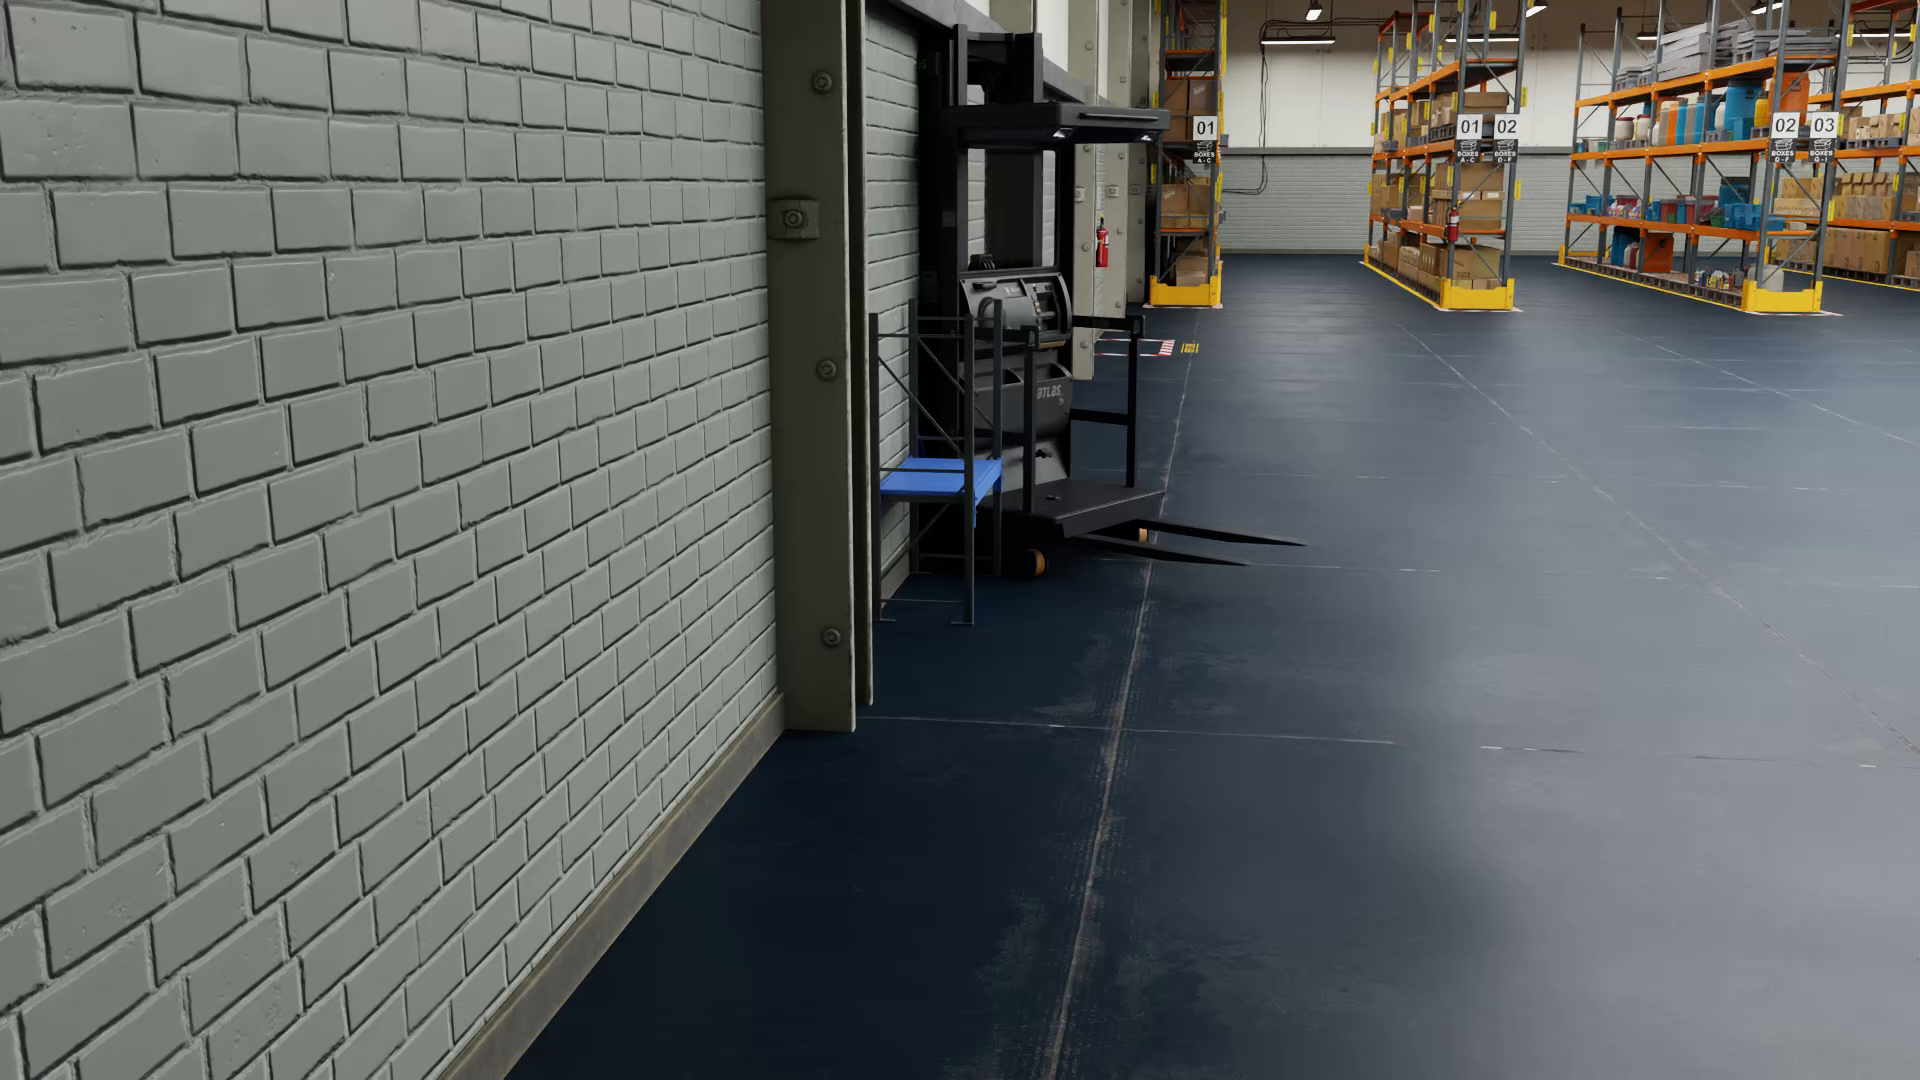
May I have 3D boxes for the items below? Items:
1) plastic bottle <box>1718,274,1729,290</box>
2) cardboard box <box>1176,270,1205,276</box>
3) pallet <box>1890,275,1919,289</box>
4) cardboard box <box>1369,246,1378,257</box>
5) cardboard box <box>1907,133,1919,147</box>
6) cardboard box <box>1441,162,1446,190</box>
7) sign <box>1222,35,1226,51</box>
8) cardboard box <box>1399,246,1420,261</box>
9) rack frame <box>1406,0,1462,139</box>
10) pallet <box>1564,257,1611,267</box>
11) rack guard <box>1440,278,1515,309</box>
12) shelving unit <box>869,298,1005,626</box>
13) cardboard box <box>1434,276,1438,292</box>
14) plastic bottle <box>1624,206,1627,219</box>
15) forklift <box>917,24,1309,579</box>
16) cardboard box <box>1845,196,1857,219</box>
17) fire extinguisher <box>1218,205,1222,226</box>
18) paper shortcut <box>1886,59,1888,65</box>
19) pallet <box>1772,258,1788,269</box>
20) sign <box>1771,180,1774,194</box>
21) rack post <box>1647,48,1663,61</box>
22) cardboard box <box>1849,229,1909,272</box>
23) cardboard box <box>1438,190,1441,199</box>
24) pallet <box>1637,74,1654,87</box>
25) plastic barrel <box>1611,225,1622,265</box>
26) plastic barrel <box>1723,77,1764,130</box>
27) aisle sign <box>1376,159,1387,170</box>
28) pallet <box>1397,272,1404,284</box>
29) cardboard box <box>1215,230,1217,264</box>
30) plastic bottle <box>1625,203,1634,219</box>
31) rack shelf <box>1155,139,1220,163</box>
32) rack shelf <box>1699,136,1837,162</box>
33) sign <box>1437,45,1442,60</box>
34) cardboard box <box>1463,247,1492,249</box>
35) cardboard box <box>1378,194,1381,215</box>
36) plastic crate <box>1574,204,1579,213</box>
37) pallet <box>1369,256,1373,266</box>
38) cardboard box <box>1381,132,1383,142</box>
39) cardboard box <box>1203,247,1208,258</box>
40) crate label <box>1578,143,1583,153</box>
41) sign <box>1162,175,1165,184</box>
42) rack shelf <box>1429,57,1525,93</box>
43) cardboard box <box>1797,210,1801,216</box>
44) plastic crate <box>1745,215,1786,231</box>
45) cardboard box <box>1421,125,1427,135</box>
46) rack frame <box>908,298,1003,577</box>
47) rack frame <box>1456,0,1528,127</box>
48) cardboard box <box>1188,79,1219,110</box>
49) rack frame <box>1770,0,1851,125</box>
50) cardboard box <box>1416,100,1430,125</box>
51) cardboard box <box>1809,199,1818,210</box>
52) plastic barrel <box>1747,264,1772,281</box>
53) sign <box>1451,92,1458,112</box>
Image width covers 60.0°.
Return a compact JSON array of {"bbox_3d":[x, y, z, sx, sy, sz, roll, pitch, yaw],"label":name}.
[{"bbox_3d":[13.600,-4.594,29.610,0.152,0.276,0.135,2,12,9],"label":"plastic bottle"},{"bbox_3d":[4.179,-4.744,30.223,0.500,0.311,0.500,3,13,13],"label":"cardboard box"},{"bbox_3d":[19.688,-5.241,33.813,1.003,0.211,1.213,2,12,9],"label":"pallet"},{"bbox_3d":[10.811,-7.417,42.772,0.500,0.250,0.500,2,12,9],"label":"cardboard box"},{"bbox_3d":[19.486,-8.070,33.557,0.500,0.250,0.500,2,12,10],"label":"cardboard box"},{"bbox_3d":[9.190,-6.637,30.354,0.700,0.500,0.500,2,12,9],"label":"cardboard box"},{"bbox_3d":[5.664,-10.661,35.697,0.100,0.325,0.005,2,12,9],"label":"sign"},{"bbox_3d":[9.651,-6.125,35.491,0.500,0.311,0.500,2,12,11],"label":"cardboard box"},{"bbox_3d":[10.021,-10.021,35.134,1.000,3.000,0.127,2,12,9],"label":"rack frame"},{"bbox_3d":[15.980,-7.059,42.249,1.003,0.211,1.213,2,12,9],"label":"pallet"},{"bbox_3d":[8.787,-4.196,28.279,1.175,0.500,0.348,2,12,9],"label":"rack guard"},{"bbox_3d":[-0.104,-0.435,8.450,0.538,1.500,1.048,2,12,9],"label":"shelving unit"},{"bbox_3d":[8.647,-4.510,29.332,0.500,0.250,0.500,2,12,9],"label":"cardboard box"},{"bbox_3d":[14.781,-7.273,36.897,0.061,0.283,0.133,2,12,9],"label":"plastic bottle"},{"bbox_3d":[0.484,-1.348,9.291,3.031,2.935,1.130,10,16,39],"label":"forklift"},{"bbox_3d":[19.953,-7.352,36.751,0.500,0.500,0.500,2,12,7],"label":"cardboard box"},{"bbox_3d":[6.836,-8.710,44.359,0.296,0.674,0.183,2,12,9],"label":"fire extinguisher"},{"bbox_3d":[19.493,-10.060,34.981,0.009,0.170,0.078,12,-17,6],"label":"paper shortcut"},{"bbox_3d":[20.994,-6.900,41.511,1.003,0.211,1.213,2,12,9],"label":"pallet"},{"bbox_3d":[20.492,-8.913,41.991,0.100,0.325,0.005,2,12,9],"label":"sign"},{"bbox_3d":[14.938,-10.278,35.099,0.624,0.289,0.986,2,12,9],"label":"rack post"},{"bbox_3d":[20.081,-6.262,35.976,1.225,0.875,0.875,2,12,9],"label":"cardboard box"},{"bbox_3d":[9.018,-6.360,30.606,0.380,0.149,0.250,1,12,7],"label":"cardboard box"},{"bbox_3d":[15.057,-9.721,35.140,1.213,0.211,1.003,2,12,9],"label":"pallet"},{"bbox_3d":[15.430,-6.827,38.536,0.600,0.901,0.708,2,12,9],"label":"plastic barrel"},{"bbox_3d":[14.041,-7.808,29.796,0.600,0.901,0.708,2,12,9],"label":"plastic barrel"},{"bbox_3d":[10.972,-10.049,43.330,0.394,0.787,0.004,2,12,9],"label":"aisle sign"},{"bbox_3d":[9.856,-5.556,35.271,1.003,0.211,1.213,2,12,9],"label":"pallet"},{"bbox_3d":[5.510,-6.734,38.226,0.750,0.750,0.750,2,12,8],"label":"cardboard box"},{"bbox_3d":[14.797,-7.271,36.730,0.144,0.351,0.185,2,12,9],"label":"plastic bottle"},{"bbox_3d":[4.203,-7.114,30.472,1.077,0.370,4.000,2,12,9],"label":"rack shelf"},{"bbox_3d":[13.993,-6.793,28.982,1.077,0.370,4.000,2,12,9],"label":"rack shelf"},{"bbox_3d":[11.186,-11.371,38.805,0.100,0.325,0.005,2,12,9],"label":"sign"},{"bbox_3d":[9.233,-4.964,29.658,0.500,0.500,0.500,2,12,9],"label":"cardboard box"},{"bbox_3d":[10.615,-8.297,41.136,0.500,0.500,0.500,2,12,10],"label":"cardboard box"},{"bbox_3d":[15.681,-8.363,41.932,0.416,0.233,0.300,2,12,9],"label":"plastic crate"},{"bbox_3d":[11.118,-7.209,42.944,1.003,0.211,1.213,2,12,9],"label":"pallet"},{"bbox_3d":[10.603,-9.877,40.753,0.500,0.250,0.500,2,12,9],"label":"cardboard box"},{"bbox_3d":[5.067,-6.090,36.021,0.700,0.500,0.500,2,12,9],"label":"cardboard box"},{"bbox_3d":[15.684,-9.805,41.603,0.408,0.251,0.502,2,12,9],"label":"crate label"},{"bbox_3d":[3.962,-6.999,32.602,0.100,0.325,0.005,2,12,9],"label":"sign"},{"bbox_3d":[9.099,-8.225,29.457,1.077,0.370,4.000,2,12,9],"label":"rack shelf"},{"bbox_3d":[20.385,-7.871,39.994,0.380,0.149,0.250,2,12,10],"label":"cardboard box"},{"bbox_3d":[13.466,-5.303,27.835,0.499,0.251,0.616,2,12,9],"label":"plastic crate"},{"bbox_3d":[10.007,-8.591,34.975,0.500,0.250,0.500,1,12,4],"label":"cardboard box"},{"bbox_3d":[-0.025,-0.540,8.941,0.500,1.500,0.032,2,12,9],"label":"rack frame"},{"bbox_3d":[8.791,-8.356,27.407,1.000,3.000,0.127,2,12,9],"label":"rack frame"},{"bbox_3d":[4.195,-7.669,28.682,0.500,0.500,0.500,1,12,5],"label":"cardboard box"},{"bbox_3d":[13.685,-8.195,26.659,1.000,3.000,0.127,2,12,9],"label":"rack frame"},{"bbox_3d":[10.095,-9.183,35.755,0.500,0.500,0.500,2,12,9],"label":"cardboard box"},{"bbox_3d":[20.310,-7.880,39.088,0.500,0.250,0.500,2,12,10],"label":"cardboard box"},{"bbox_3d":[13.788,-4.495,28.640,0.421,0.512,0.421,0,12,0],"label":"plastic barrel"},{"bbox_3d":[8.257,-7.304,27.733,0.100,0.325,0.005,2,12,9],"label":"sign"}]
